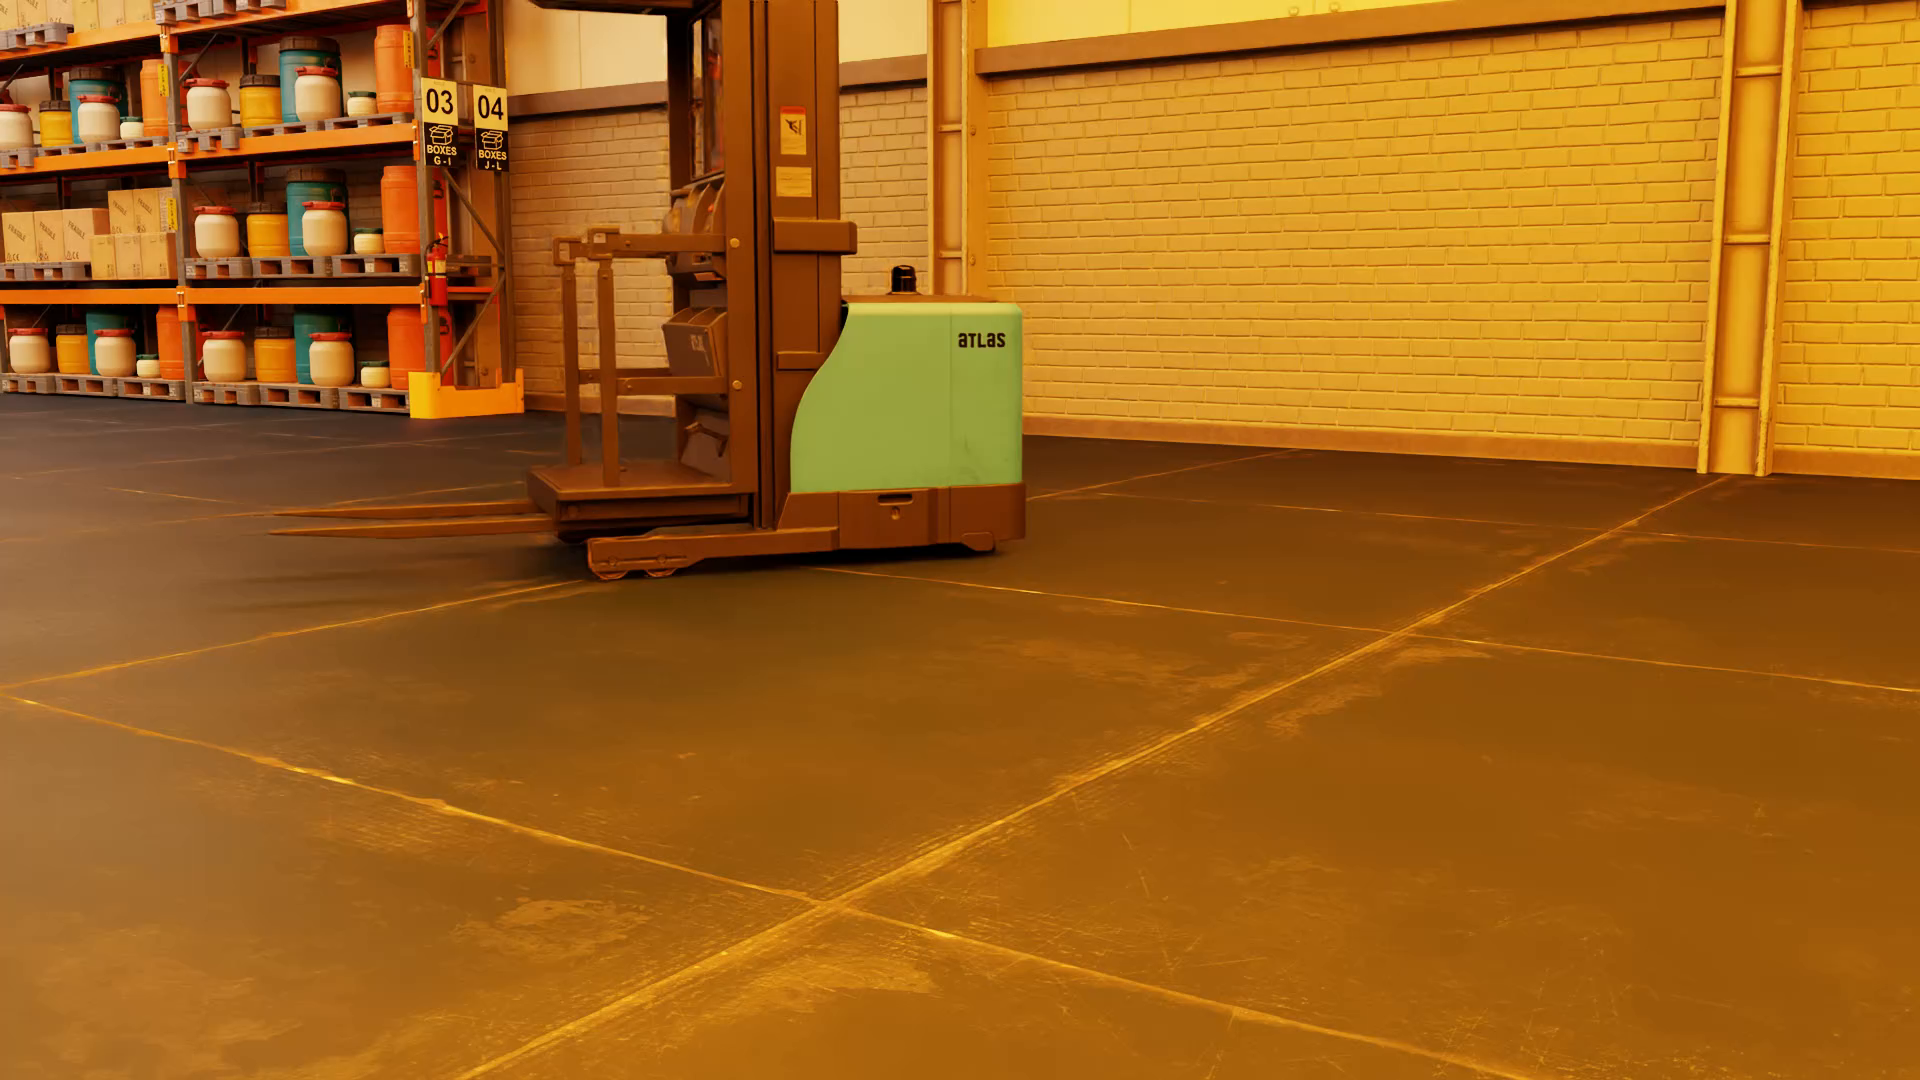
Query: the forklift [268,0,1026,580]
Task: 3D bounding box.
[{"bbox_3d":[-1.289,-1.377,6.877,3.031,2.935,1.130,-3,9,-21],"label":"forklift"}]
